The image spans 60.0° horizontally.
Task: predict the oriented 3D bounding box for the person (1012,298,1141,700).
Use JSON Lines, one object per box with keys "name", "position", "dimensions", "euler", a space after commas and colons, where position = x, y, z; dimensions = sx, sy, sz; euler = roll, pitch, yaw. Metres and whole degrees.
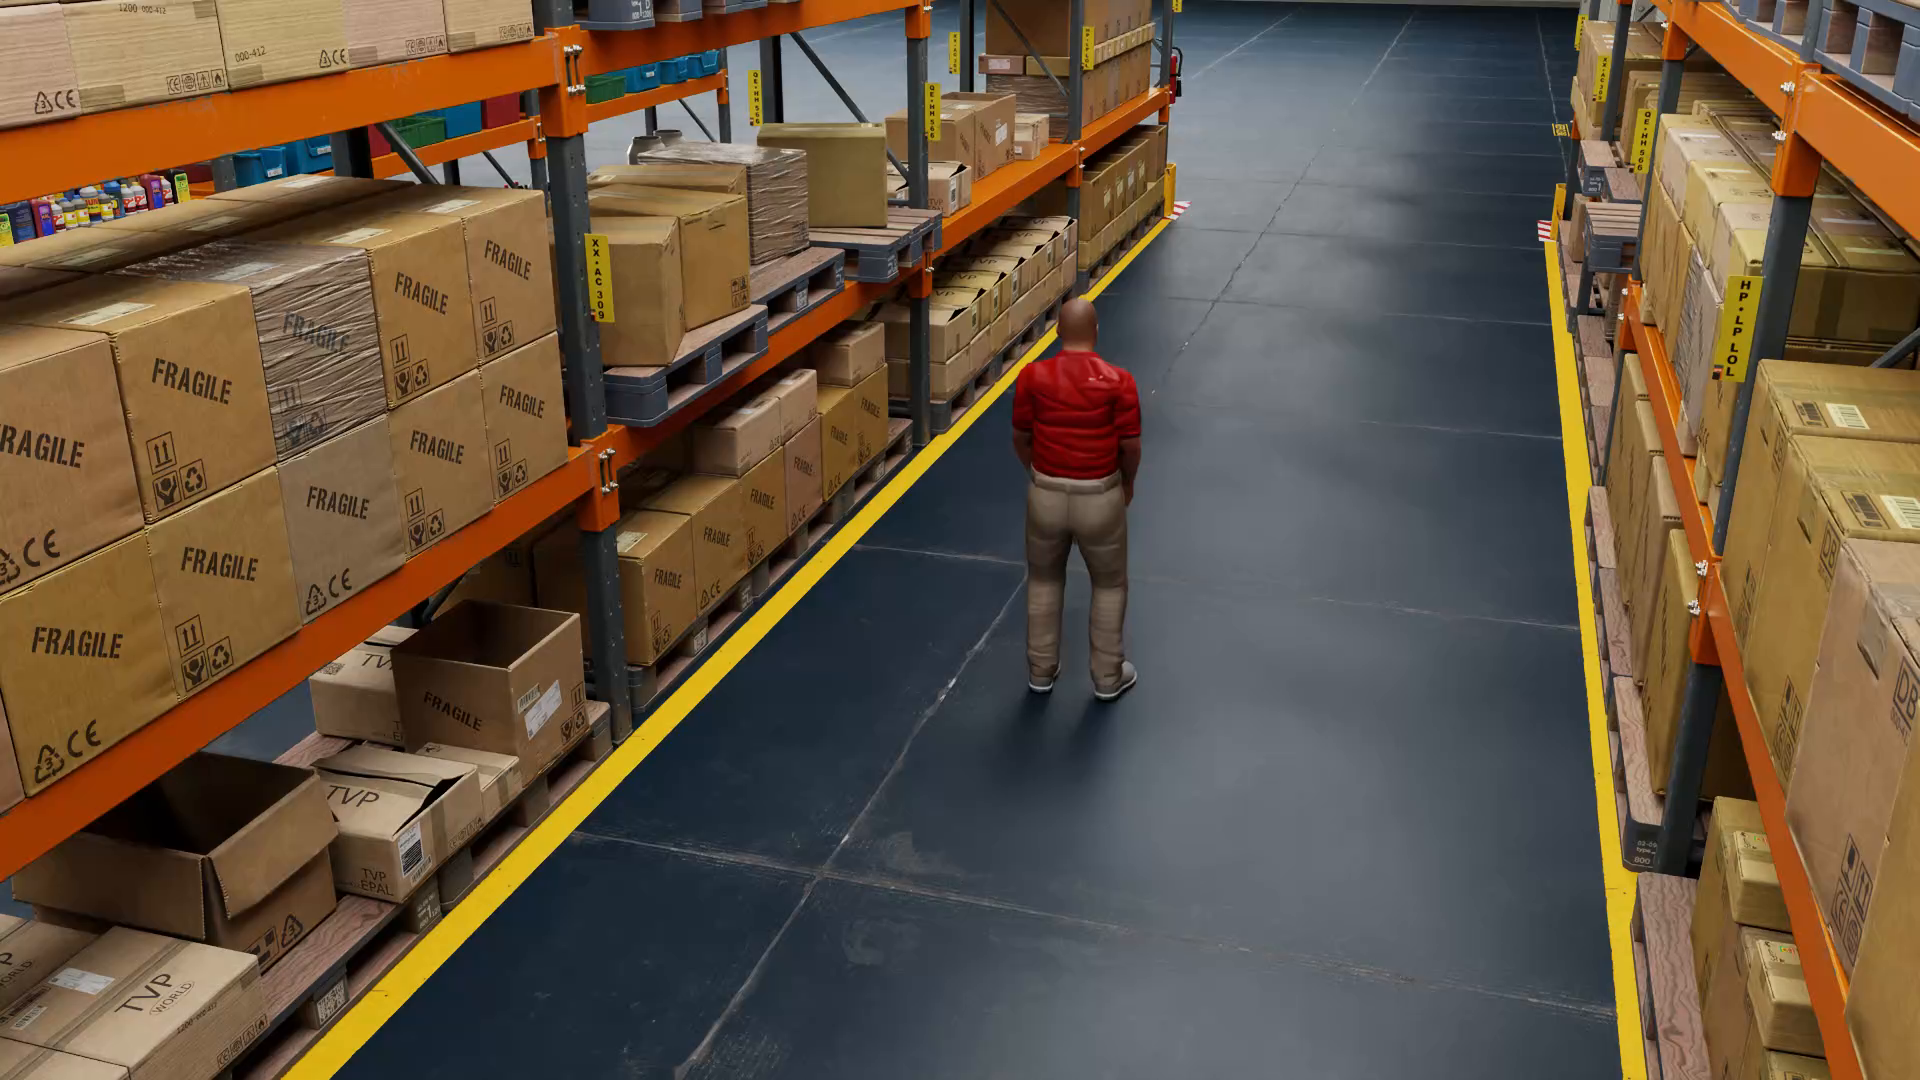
{"name": "person", "position": [0.496, -0.172, 7.029], "dimensions": [0.543, 1.733, 0.409], "euler": [6, 23, 15]}
